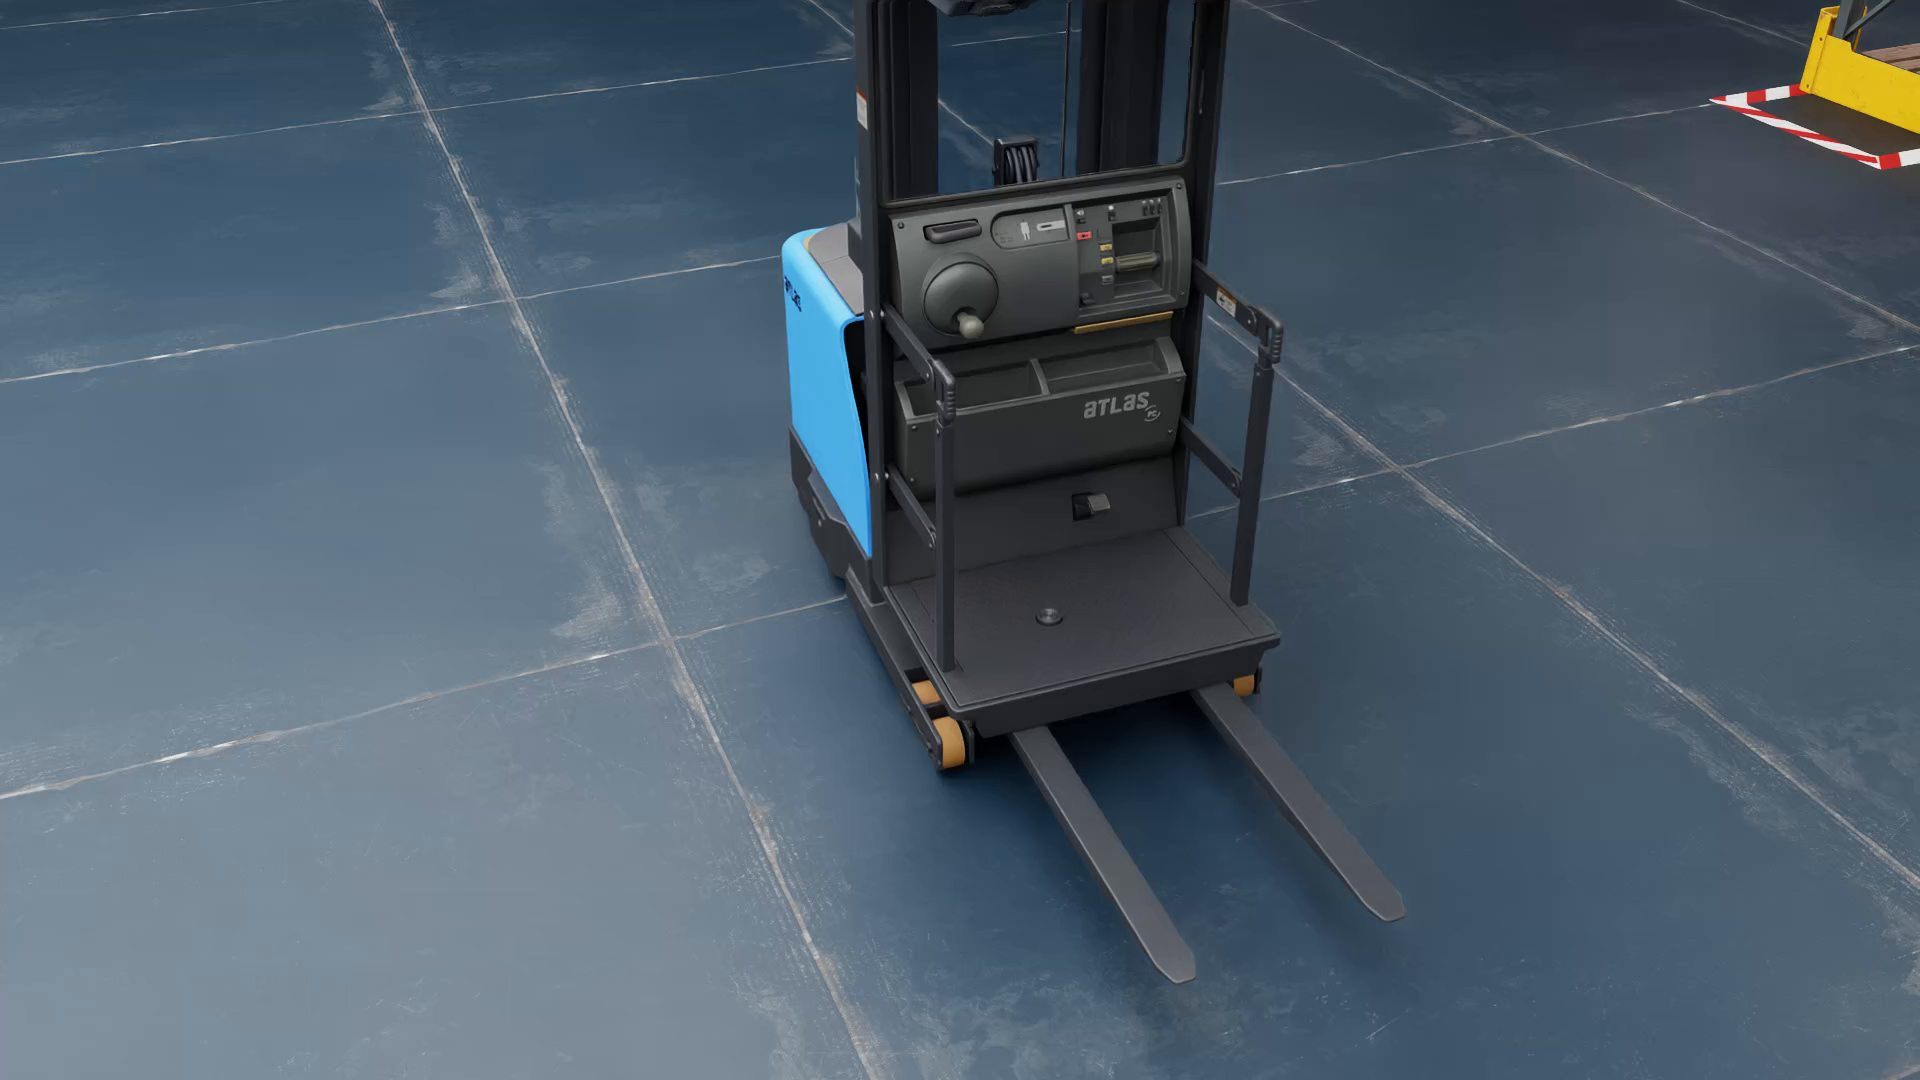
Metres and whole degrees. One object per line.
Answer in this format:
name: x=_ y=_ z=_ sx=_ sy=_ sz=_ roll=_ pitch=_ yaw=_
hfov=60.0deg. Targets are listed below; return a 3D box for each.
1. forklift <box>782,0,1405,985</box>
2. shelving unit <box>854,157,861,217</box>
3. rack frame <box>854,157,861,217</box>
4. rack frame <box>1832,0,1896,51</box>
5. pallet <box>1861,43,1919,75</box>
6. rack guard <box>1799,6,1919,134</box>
forklift: x=0.329 y=-0.773 z=4.751 sx=1.130 sy=2.935 sz=3.031 roll=-11 pitch=35 yaw=-17
shelving unit: x=-0.268 y=-0.894 z=6.524 sx=0.189 sy=1.200 sz=0.258 roll=-11 pitch=35 yaw=-17
rack frame: x=-0.354 y=-0.877 z=6.498 sx=0.006 sy=1.200 sz=0.240 roll=-11 pitch=35 yaw=-17
rack frame: x=5.722 y=-3.880 z=9.463 sx=0.127 sy=3.000 sz=1.000 roll=-13 pitch=35 yaw=-19
pallet: x=6.525 y=-2.920 z=10.544 sx=1.213 sy=0.211 sz=1.003 roll=-13 pitch=35 yaw=-19
rack guard: x=5.774 y=-2.872 z=10.206 sx=0.348 sy=0.500 sz=1.175 roll=-13 pitch=35 yaw=-19
